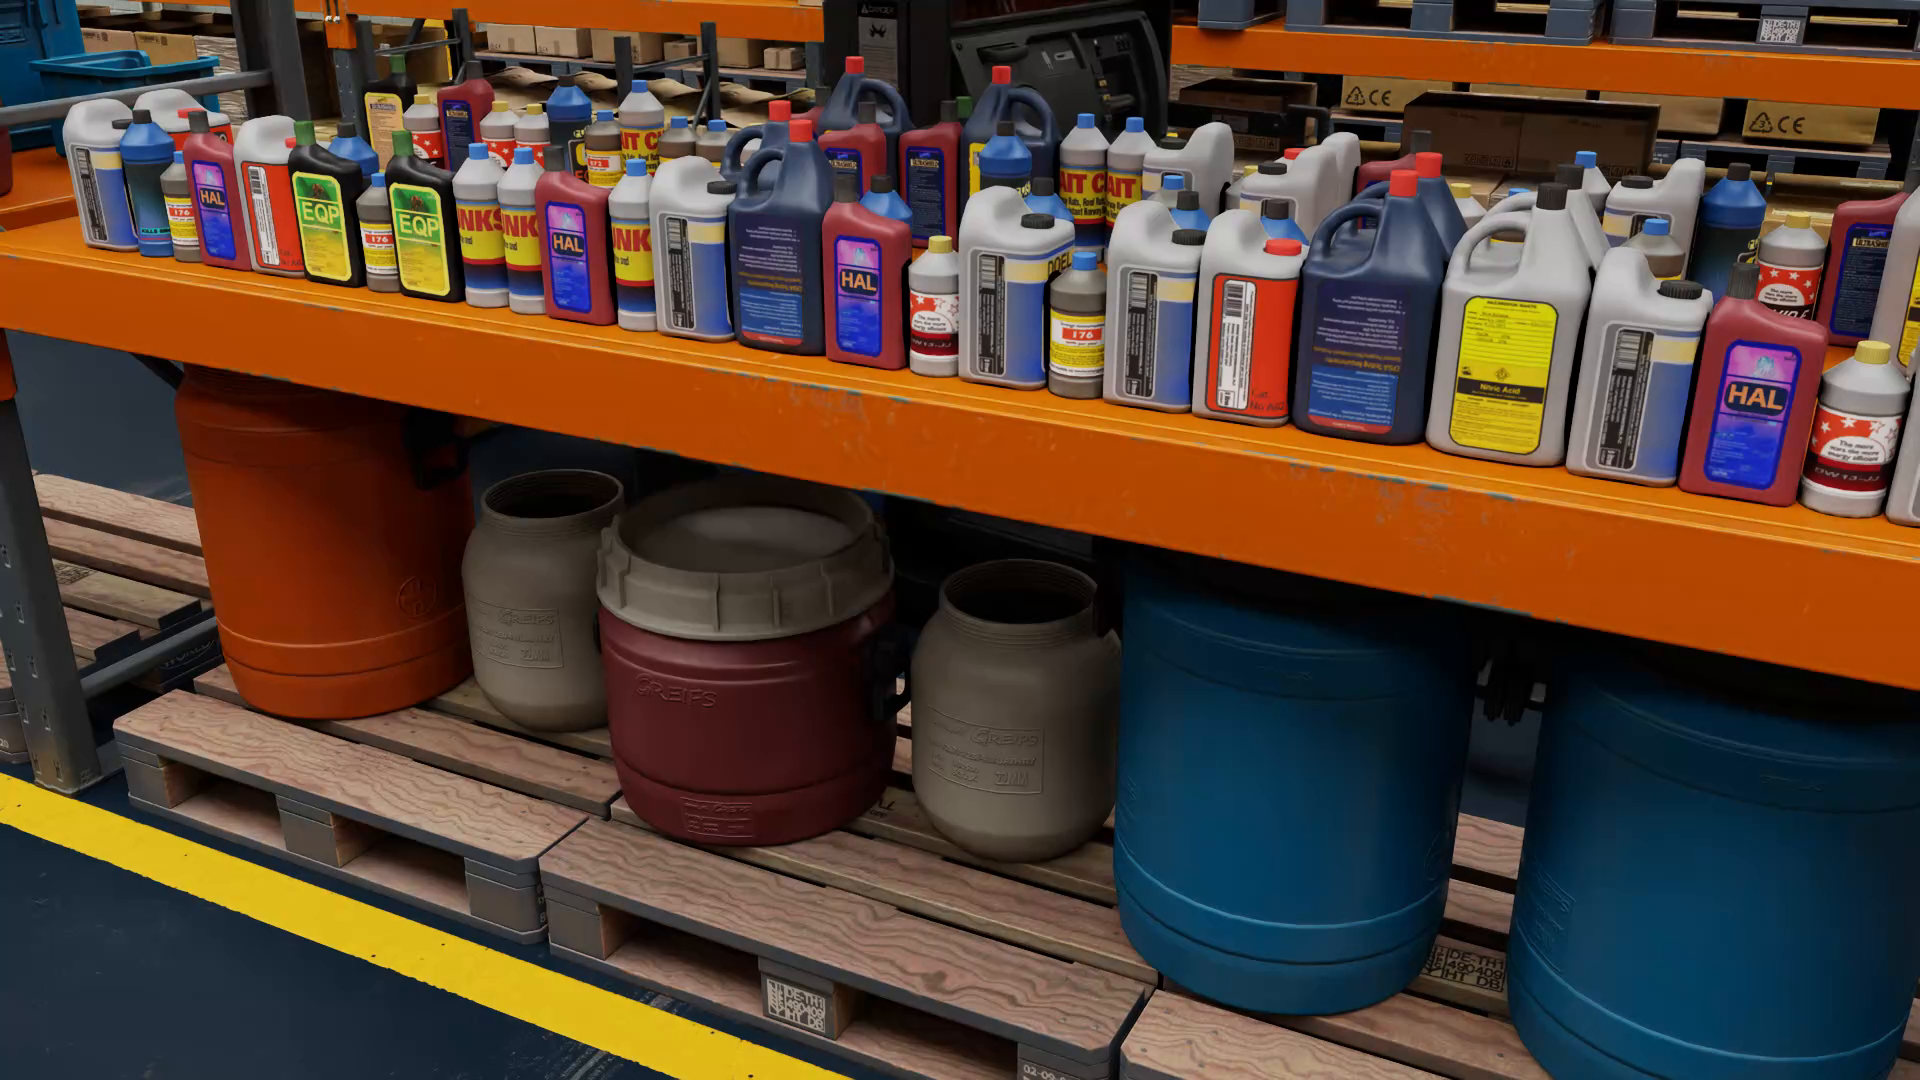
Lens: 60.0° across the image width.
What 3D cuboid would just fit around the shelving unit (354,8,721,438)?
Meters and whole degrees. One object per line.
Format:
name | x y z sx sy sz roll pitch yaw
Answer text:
shelving unit | -1.352 -0.967 5.607 1.083 1.500 0.587 11 25 24

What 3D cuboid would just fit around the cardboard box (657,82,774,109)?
cardboard box | -1.365 -2.348 9.200 0.500 0.311 0.500 11 25 24

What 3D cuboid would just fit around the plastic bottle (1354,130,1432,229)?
plastic bottle | 0.760 -0.577 2.924 0.133 0.283 0.061 11 25 25

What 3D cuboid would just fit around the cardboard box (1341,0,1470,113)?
cardboard box | 3.185 -3.455 11.752 0.750 0.750 0.750 11 25 24

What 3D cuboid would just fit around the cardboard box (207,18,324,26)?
cardboard box | -4.379 -3.043 10.592 0.500 0.500 0.500 11 25 25

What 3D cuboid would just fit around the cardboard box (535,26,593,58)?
cardboard box | -3.466 -4.550 14.991 0.500 0.311 0.500 14 27 29

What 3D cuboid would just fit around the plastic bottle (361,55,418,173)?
plastic bottle | -1.329 -0.991 3.896 0.133 0.283 0.061 11 25 25

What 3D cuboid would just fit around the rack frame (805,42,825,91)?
rack frame | -0.982 -5.133 13.488 0.127 3.000 1.000 11 25 25

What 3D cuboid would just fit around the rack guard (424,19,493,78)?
rack guard | -4.484 -4.676 15.606 0.348 0.500 1.175 11 25 25

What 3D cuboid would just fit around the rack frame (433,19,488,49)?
rack frame | -4.552 -5.840 15.148 0.127 3.000 1.000 11 25 25

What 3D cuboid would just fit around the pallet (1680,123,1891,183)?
pallet | 5.435 -2.547 10.970 1.213 0.211 1.003 11 25 25

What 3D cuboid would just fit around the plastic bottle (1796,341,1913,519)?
plastic bottle | 1.074 -0.137 1.992 0.097 0.201 0.097 0 23 0

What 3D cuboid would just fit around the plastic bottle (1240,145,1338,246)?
plastic bottle | 0.551 -0.529 2.819 0.135 0.276 0.152 11 25 25

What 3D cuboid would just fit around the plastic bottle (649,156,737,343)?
plastic bottle | -0.404 -0.476 2.694 0.135 0.276 0.152 11 25 25

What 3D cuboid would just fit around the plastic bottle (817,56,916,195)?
plastic bottle | -0.185 -0.777 3.308 0.185 0.351 0.144 11 25 25

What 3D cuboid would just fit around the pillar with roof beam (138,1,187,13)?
pillar with roof beam | -10.833 -8.335 13.350 0.400 9.000 9.100 11 25 25

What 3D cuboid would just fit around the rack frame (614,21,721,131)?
rack frame | -0.902 -0.882 5.407 0.032 1.500 0.500 11 25 24

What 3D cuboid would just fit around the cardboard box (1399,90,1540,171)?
cardboard box | 2.264 -1.823 7.376 0.500 0.250 0.500 11 25 24

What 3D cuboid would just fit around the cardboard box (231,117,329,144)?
cardboard box | -4.168 -2.428 10.103 0.500 0.250 0.500 11 25 25

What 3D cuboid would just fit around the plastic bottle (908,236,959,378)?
plastic bottle | -0.029 -0.355 2.506 0.097 0.201 0.097 0 23 0

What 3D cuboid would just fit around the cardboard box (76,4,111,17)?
cardboard box | -6.170 -3.391 11.410 0.500 0.500 0.500 11 25 25

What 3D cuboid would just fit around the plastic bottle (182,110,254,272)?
plastic bottle | -1.369 -0.650 3.094 0.133 0.283 0.061 11 25 25

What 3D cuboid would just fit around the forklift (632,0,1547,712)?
forklift | 0.451 -1.196 4.316 3.031 2.935 1.130 16 28 33

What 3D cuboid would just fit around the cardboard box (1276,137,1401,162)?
cardboard box | 1.758 -1.574 7.749 0.500 0.500 0.500 10 25 23

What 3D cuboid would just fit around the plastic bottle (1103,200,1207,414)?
plastic bottle | 0.294 -0.337 2.369 0.135 0.276 0.152 11 25 25

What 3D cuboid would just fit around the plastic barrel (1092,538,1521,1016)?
plastic barrel | 0.578 0.285 2.892 0.708 0.901 0.600 11 25 25

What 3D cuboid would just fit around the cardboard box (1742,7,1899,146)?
cardboard box | 5.519 -2.994 10.668 0.750 0.750 0.750 12 26 25

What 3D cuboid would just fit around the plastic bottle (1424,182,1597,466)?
plastic bottle | 0.720 -0.286 2.152 0.185 0.351 0.144 11 25 25

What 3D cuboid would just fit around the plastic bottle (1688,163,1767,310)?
plastic bottle | 1.236 -0.470 2.686 0.097 0.271 0.097 0 23 0

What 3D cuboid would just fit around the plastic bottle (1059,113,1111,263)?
plastic bottle | 0.235 -0.668 3.152 0.097 0.271 0.097 0 23 0

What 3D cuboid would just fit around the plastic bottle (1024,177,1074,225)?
plastic bottle | 0.126 -0.423 2.577 0.097 0.271 0.097 0 23 0

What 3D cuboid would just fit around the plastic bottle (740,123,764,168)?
plastic bottle | -0.420 -0.765 3.470 0.097 0.201 0.097 0 23 0

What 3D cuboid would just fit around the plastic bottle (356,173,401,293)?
plastic bottle | -1.019 -0.551 2.966 0.097 0.201 0.097 0 23 0

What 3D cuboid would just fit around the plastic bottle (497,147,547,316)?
plastic bottle | -0.726 -0.525 2.816 0.097 0.271 0.097 0 23 0

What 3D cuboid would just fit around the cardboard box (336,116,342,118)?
cardboard box | -3.491 -2.518 10.315 0.500 0.250 0.500 11 25 25

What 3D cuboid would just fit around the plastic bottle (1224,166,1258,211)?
plastic bottle | 0.529 -0.577 3.029 0.097 0.201 0.097 0 23 0

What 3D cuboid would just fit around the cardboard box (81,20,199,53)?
cardboard box | -5.068 -2.944 10.357 0.500 0.500 0.500 11 25 25

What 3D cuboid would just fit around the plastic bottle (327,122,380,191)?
plastic bottle | -1.110 -0.628 3.058 0.097 0.271 0.097 0 23 0

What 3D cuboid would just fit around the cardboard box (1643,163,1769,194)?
cardboard box | 3.123 -1.303 7.113 0.500 0.500 0.500 12 26 25

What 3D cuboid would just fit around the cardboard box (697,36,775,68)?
cardboard box | -1.926 -4.355 14.289 0.500 0.500 0.500 9 25 21

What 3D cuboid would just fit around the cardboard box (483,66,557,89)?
cardboard box | -2.723 -2.617 9.831 0.500 0.311 0.500 11 25 25

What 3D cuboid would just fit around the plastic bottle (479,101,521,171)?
plastic bottle | -1.028 -0.886 3.753 0.097 0.201 0.097 0 23 0

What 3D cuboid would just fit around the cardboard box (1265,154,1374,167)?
cardboard box | 1.548 -1.387 7.311 0.500 0.500 0.500 11 25 24

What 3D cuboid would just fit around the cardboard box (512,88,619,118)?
cardboard box | -2.050 -2.247 8.962 0.500 0.311 0.500 10 25 23

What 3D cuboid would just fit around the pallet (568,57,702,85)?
pallet | -2.690 -4.171 14.789 1.213 0.211 1.003 11 25 25

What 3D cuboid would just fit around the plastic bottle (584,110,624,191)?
plastic bottle | -0.767 -0.834 3.632 0.097 0.201 0.097 0 23 0

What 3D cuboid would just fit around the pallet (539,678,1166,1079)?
pallet | -0.075 0.657 3.436 1.213 0.211 1.003 11 25 25

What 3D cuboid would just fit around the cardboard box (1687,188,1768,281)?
cardboard box | 2.919 -1.119 6.681 0.500 0.500 0.500 11 26 25

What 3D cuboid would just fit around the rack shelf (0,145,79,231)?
rack shelf | -3.667 -0.989 4.662 4.000 0.370 1.077 11 25 25

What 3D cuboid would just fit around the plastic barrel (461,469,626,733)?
plastic barrel | -0.894 0.134 3.745 0.421 0.512 0.421 0 23 0

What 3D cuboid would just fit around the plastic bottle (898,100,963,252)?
plastic bottle | -0.052 -0.711 3.239 0.133 0.283 0.061 11 25 25

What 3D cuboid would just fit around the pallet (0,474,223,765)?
pallet | -2.556 0.166 4.590 1.213 0.211 1.003 11 25 25

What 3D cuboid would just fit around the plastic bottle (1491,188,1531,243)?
plastic bottle | 0.942 -0.496 2.837 0.097 0.201 0.097 0 23 0

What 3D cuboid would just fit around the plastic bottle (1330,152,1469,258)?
plastic bottle | 0.620 -0.369 2.347 0.185 0.351 0.144 11 25 25

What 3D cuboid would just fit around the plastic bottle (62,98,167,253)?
plastic bottle | -1.642 -0.720 3.270 0.135 0.276 0.152 11 25 25

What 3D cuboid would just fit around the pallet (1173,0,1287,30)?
pallet | 0.993 -2.513 7.571 1.003 0.211 1.213 11 25 25
